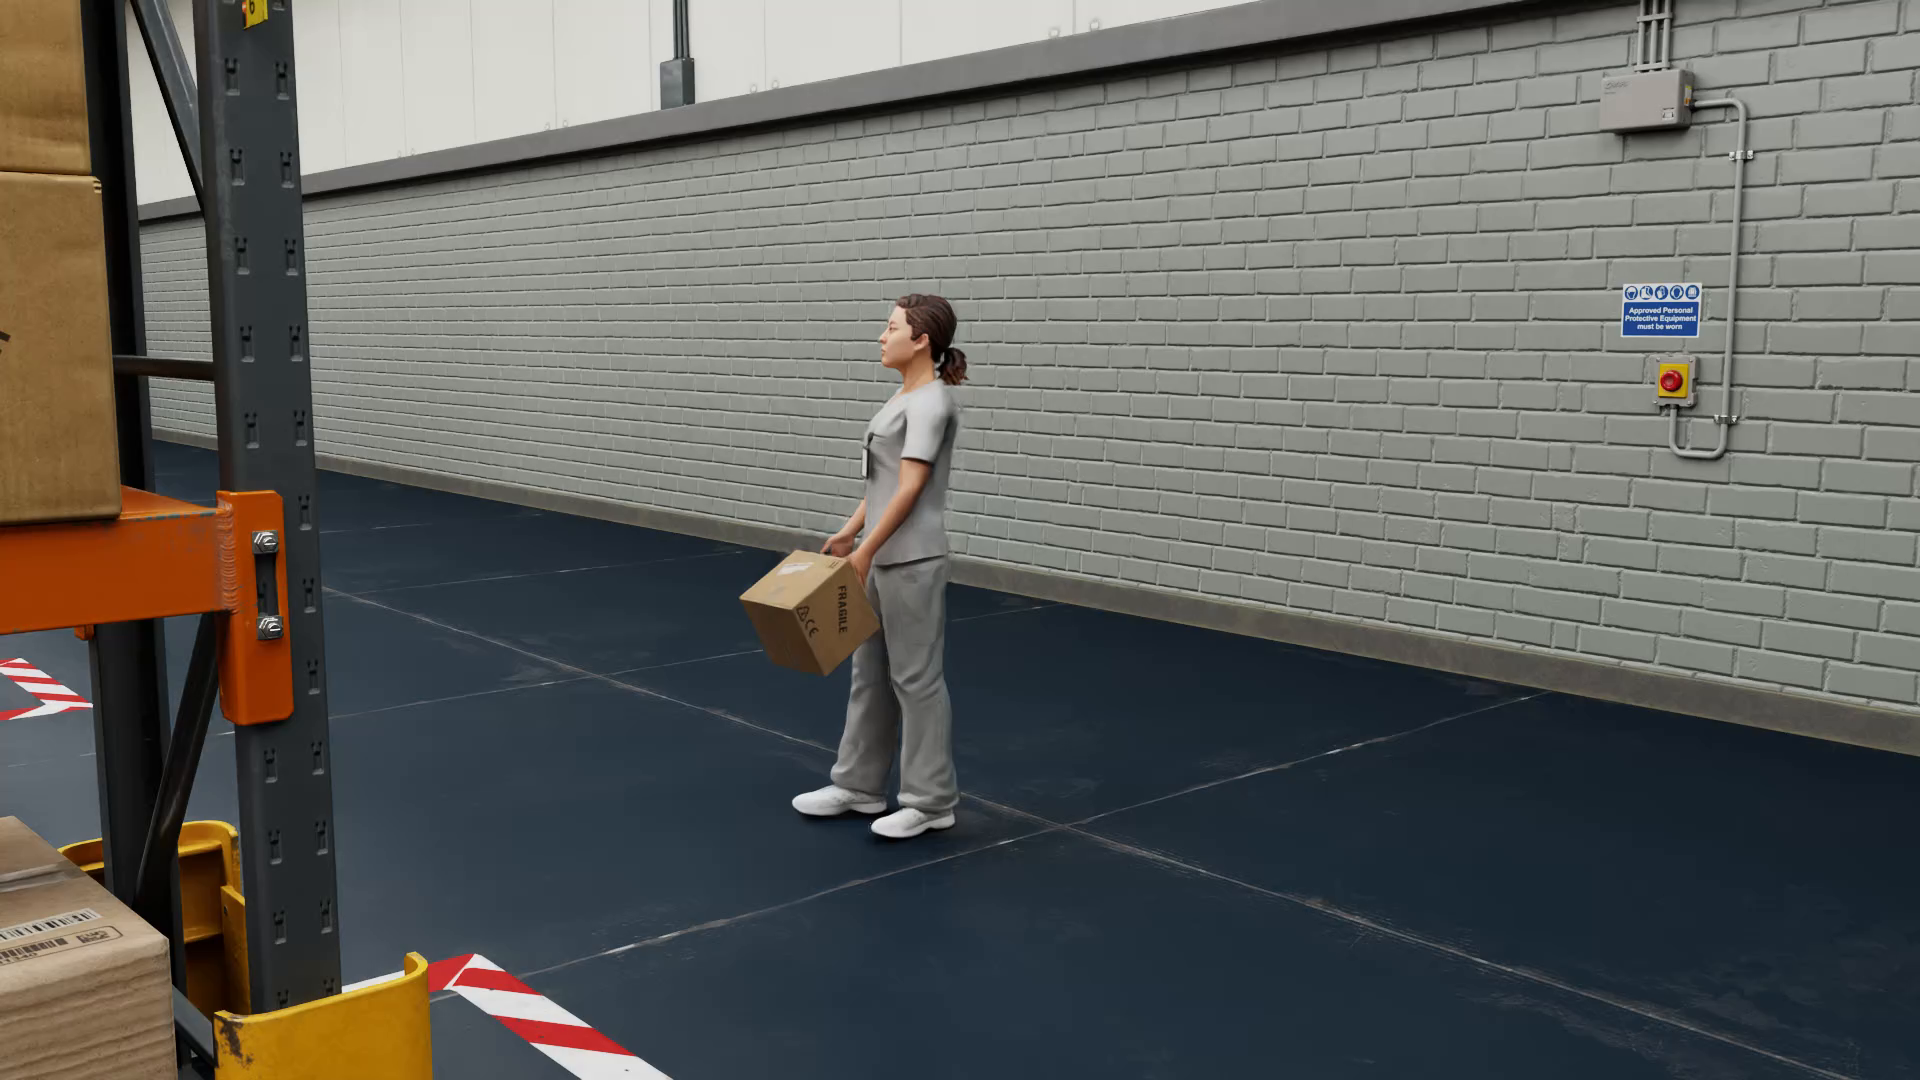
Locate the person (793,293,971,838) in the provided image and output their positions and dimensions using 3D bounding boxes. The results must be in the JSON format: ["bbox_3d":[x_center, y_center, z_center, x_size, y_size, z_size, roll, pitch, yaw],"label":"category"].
[{"bbox_3d":[-0.238,0.080,5.161,0.549,1.666,0.484,-2,8,-11],"label":"person"}]
